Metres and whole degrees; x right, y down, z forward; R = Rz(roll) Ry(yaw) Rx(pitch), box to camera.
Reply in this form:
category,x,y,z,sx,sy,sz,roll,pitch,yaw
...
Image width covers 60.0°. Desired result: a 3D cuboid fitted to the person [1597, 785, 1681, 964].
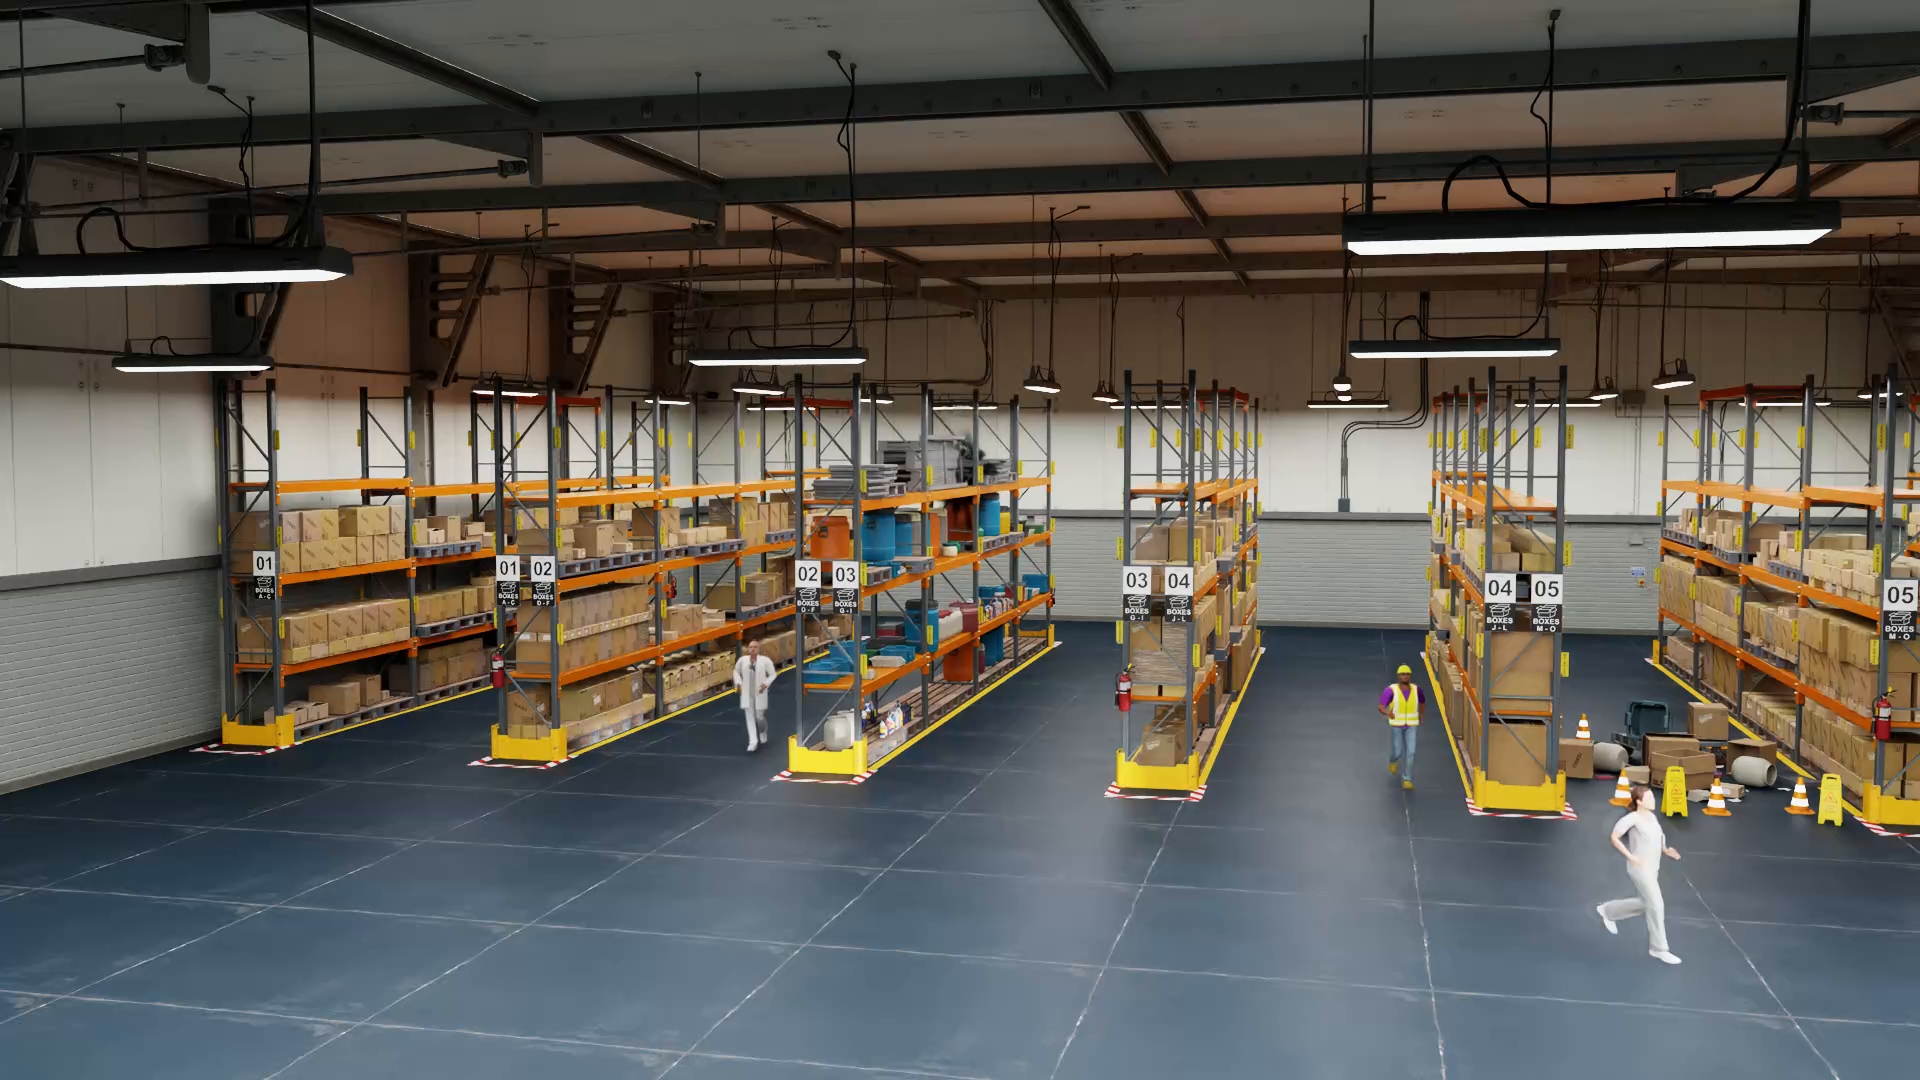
category,x,y,z,sx,sy,sz,roll,pitch,yaw
person,6.603,3.210,16.188,0.567,1.669,0.879,-3,4,-40

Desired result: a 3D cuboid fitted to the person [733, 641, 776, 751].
category,x,y,z,sx,sy,sz,roll,pitch,yaw
person,-3.340,2.504,26.965,0.725,1.751,0.792,0,3,2

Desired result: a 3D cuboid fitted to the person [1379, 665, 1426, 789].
category,x,y,z,sx,sy,sz,roll,pitch,yaw
person,6.416,2.681,24.033,0.703,1.736,0.893,0,3,4
